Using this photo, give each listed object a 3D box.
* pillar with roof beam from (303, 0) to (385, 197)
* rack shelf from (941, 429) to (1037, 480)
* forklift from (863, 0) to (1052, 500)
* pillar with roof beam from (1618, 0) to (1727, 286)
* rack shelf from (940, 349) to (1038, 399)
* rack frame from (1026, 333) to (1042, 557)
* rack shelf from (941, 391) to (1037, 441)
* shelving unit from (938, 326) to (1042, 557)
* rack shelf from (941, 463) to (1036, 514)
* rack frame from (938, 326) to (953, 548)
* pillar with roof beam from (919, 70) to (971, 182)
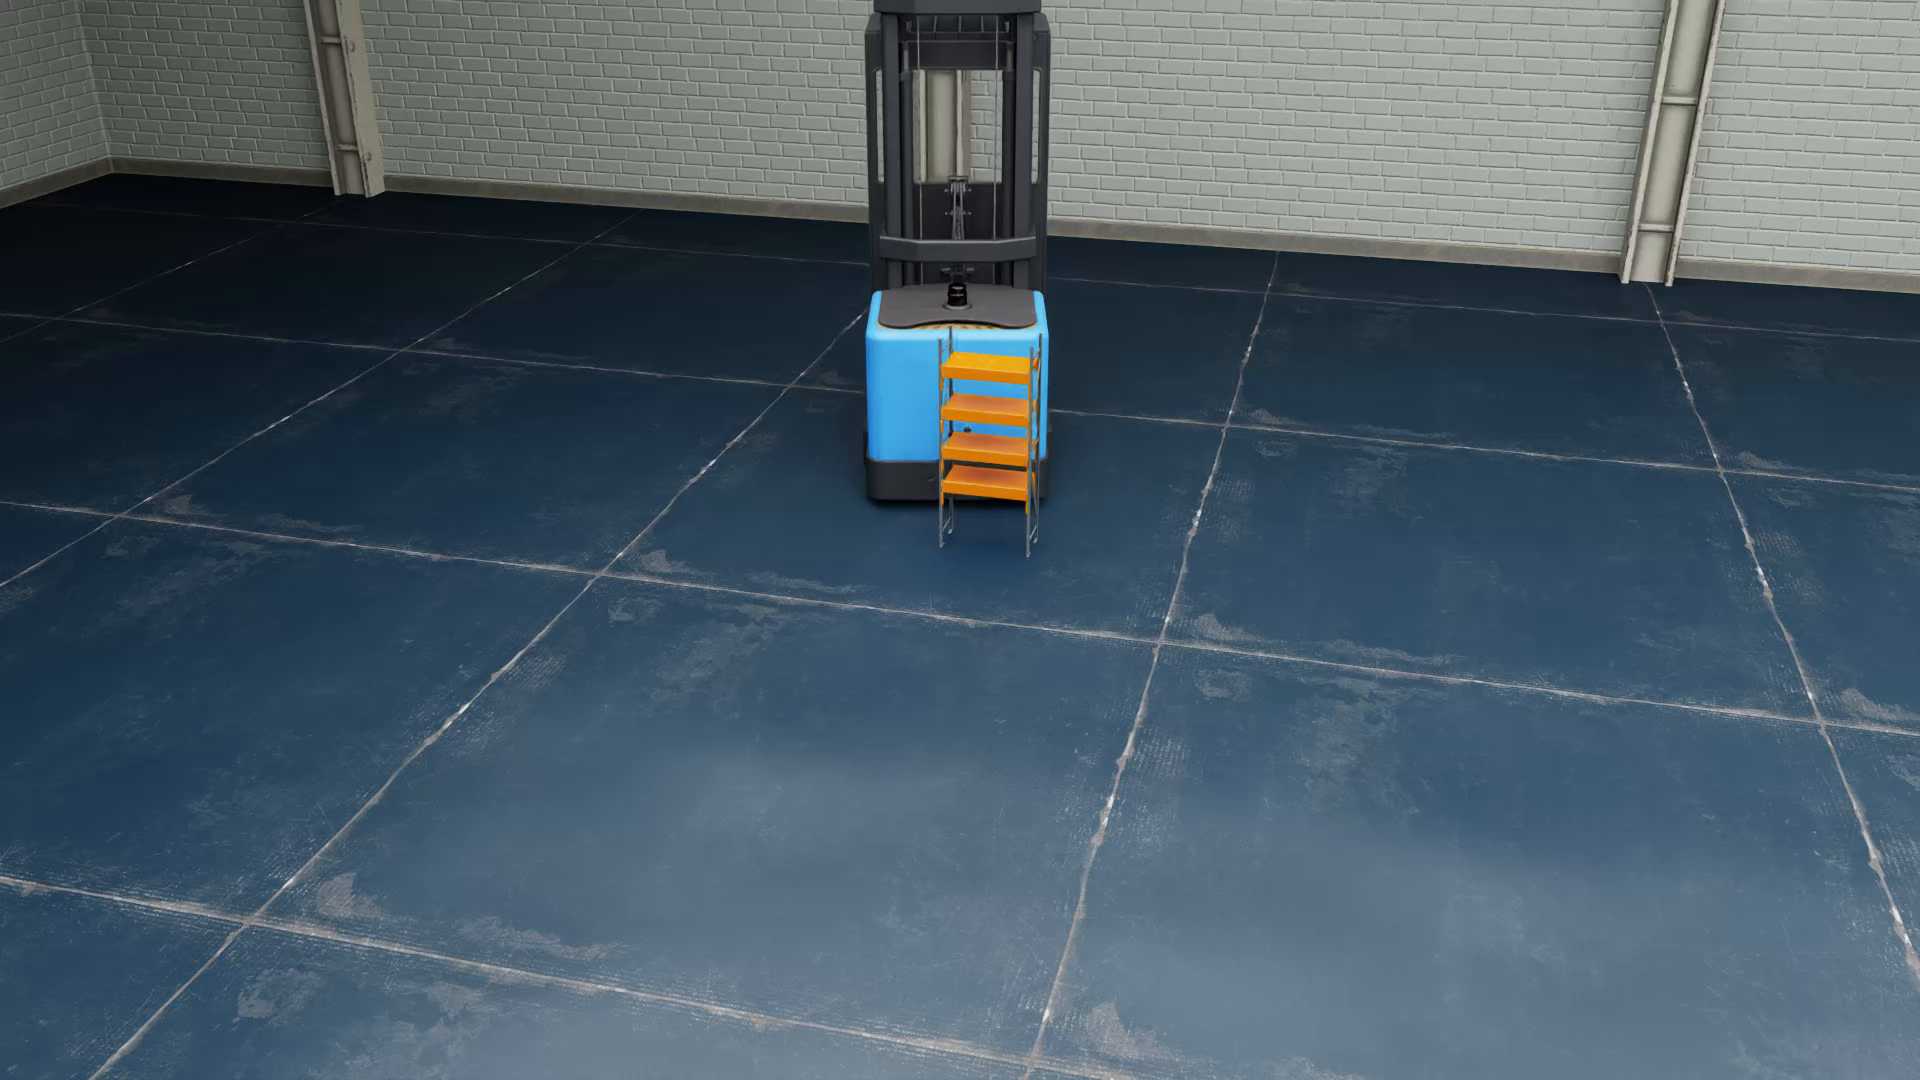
[{"bbox_3d":[-7.015,-5.718,10.792,0.400,9.000,9.100,6,26,13],"label":"pillar with roof beam"},{"bbox_3d":[0.160,-0.463,8.984,0.480,0.148,0.258,6,26,13],"label":"rack shelf"},{"bbox_3d":[-0.012,-2.139,10.333,1.130,2.935,3.031,0,25,0],"label":"forklift"},{"bbox_3d":[4.607,-4.434,8.094,0.400,9.000,9.100,6,26,13],"label":"pillar with roof beam"},{"bbox_3d":[0.160,-0.879,8.786,0.480,0.148,0.258,6,26,13],"label":"rack shelf"},{"bbox_3d":[0.397,-0.498,8.900,0.015,1.200,0.240,6,26,13],"label":"rack frame"},{"bbox_3d":[0.160,-0.665,8.888,0.480,0.148,0.258,6,26,13],"label":"rack shelf"},{"bbox_3d":[0.160,-0.524,8.955,0.503,1.200,0.258,6,26,13],"label":"shelving unit"},{"bbox_3d":[0.160,-0.284,9.069,0.480,0.148,0.258,6,26,13],"label":"rack shelf"},{"bbox_3d":[-0.076,-0.550,9.010,0.015,1.200,0.240,6,26,13],"label":"rack frame"},{"bbox_3d":[-1.204,-5.076,9.443,0.400,9.000,9.100,6,26,13],"label":"pillar with roof beam"}]
